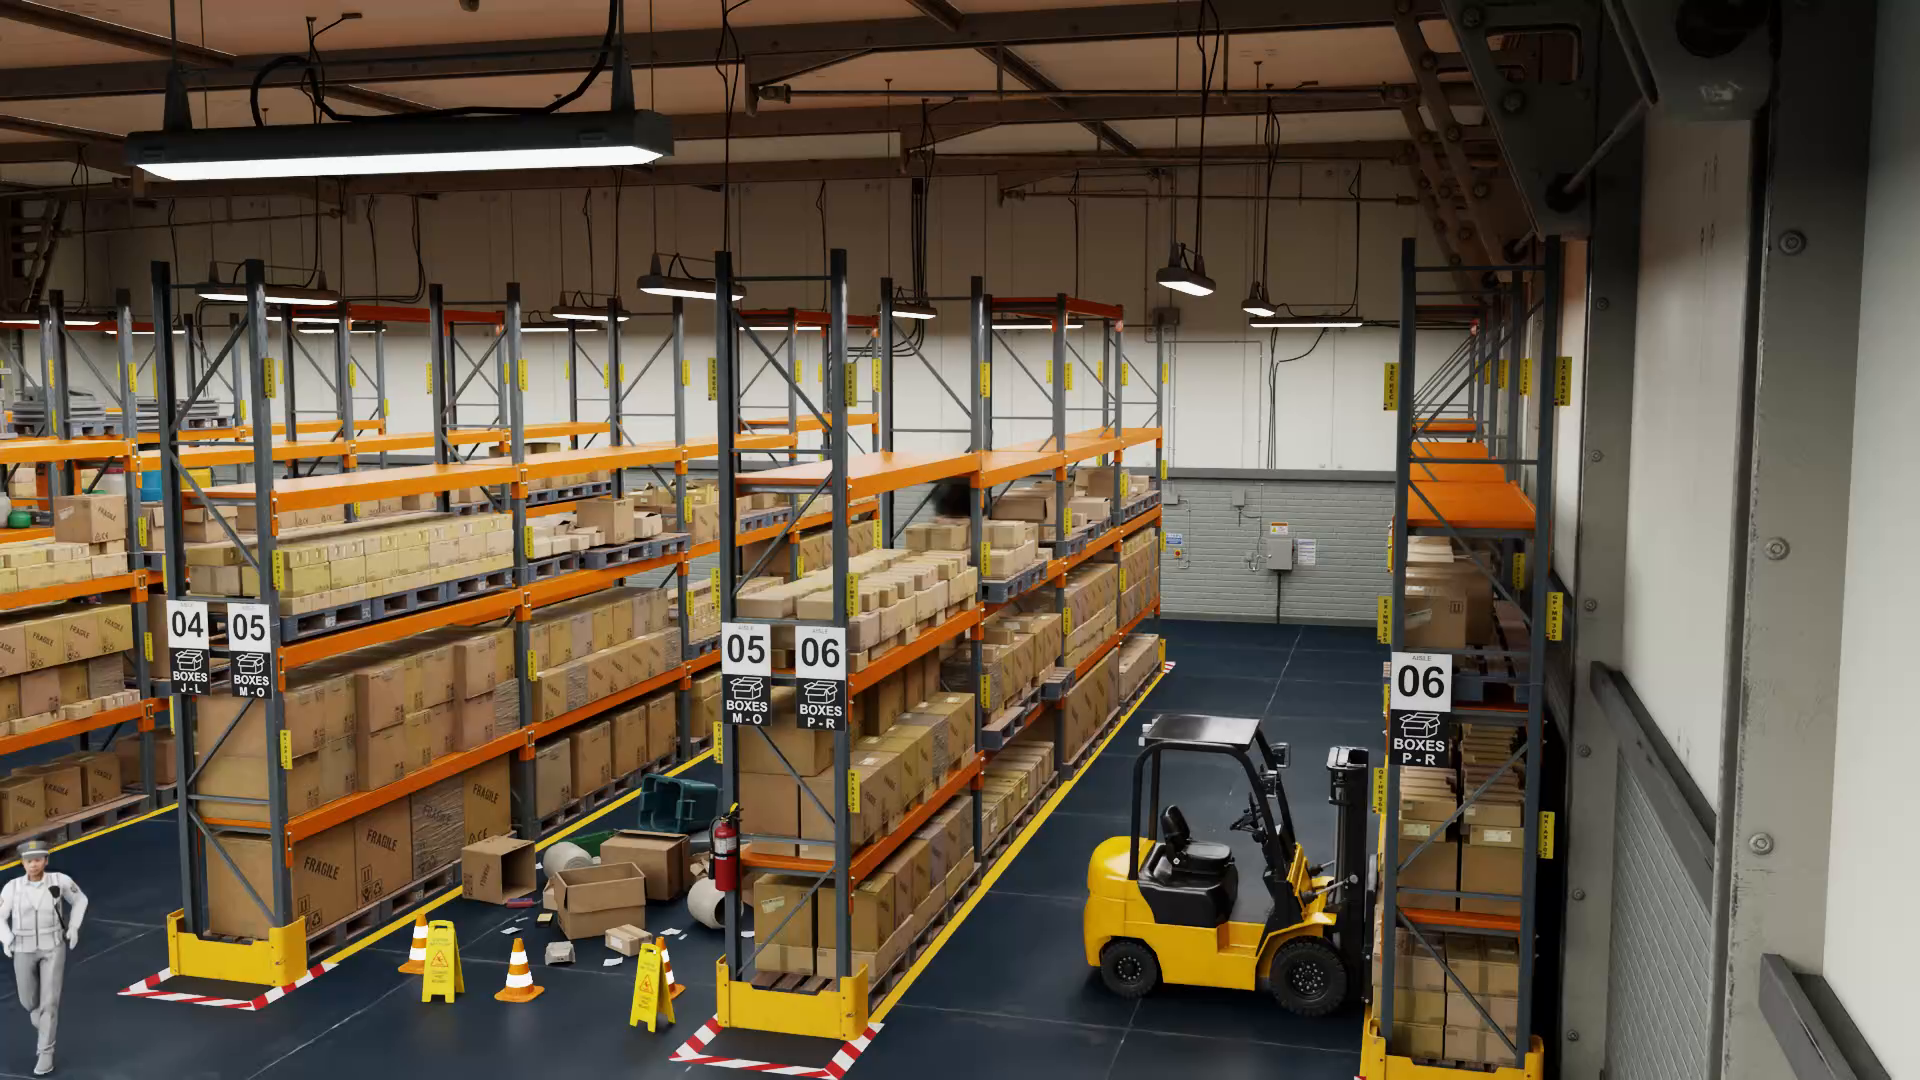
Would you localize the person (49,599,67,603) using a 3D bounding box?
[{"bbox_3d":[-14.873,1.437,27.381,0.628,1.683,0.865,1,6,6],"label":"person"}]

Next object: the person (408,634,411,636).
[{"bbox_3d":[-7.149,1.985,21.846,0.698,1.757,0.886,1,6,12],"label":"person"}]

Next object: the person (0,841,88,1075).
[{"bbox_3d":[-6.842,3.037,12.394,0.630,1.683,0.795,-3,7,-25],"label":"person"}]
